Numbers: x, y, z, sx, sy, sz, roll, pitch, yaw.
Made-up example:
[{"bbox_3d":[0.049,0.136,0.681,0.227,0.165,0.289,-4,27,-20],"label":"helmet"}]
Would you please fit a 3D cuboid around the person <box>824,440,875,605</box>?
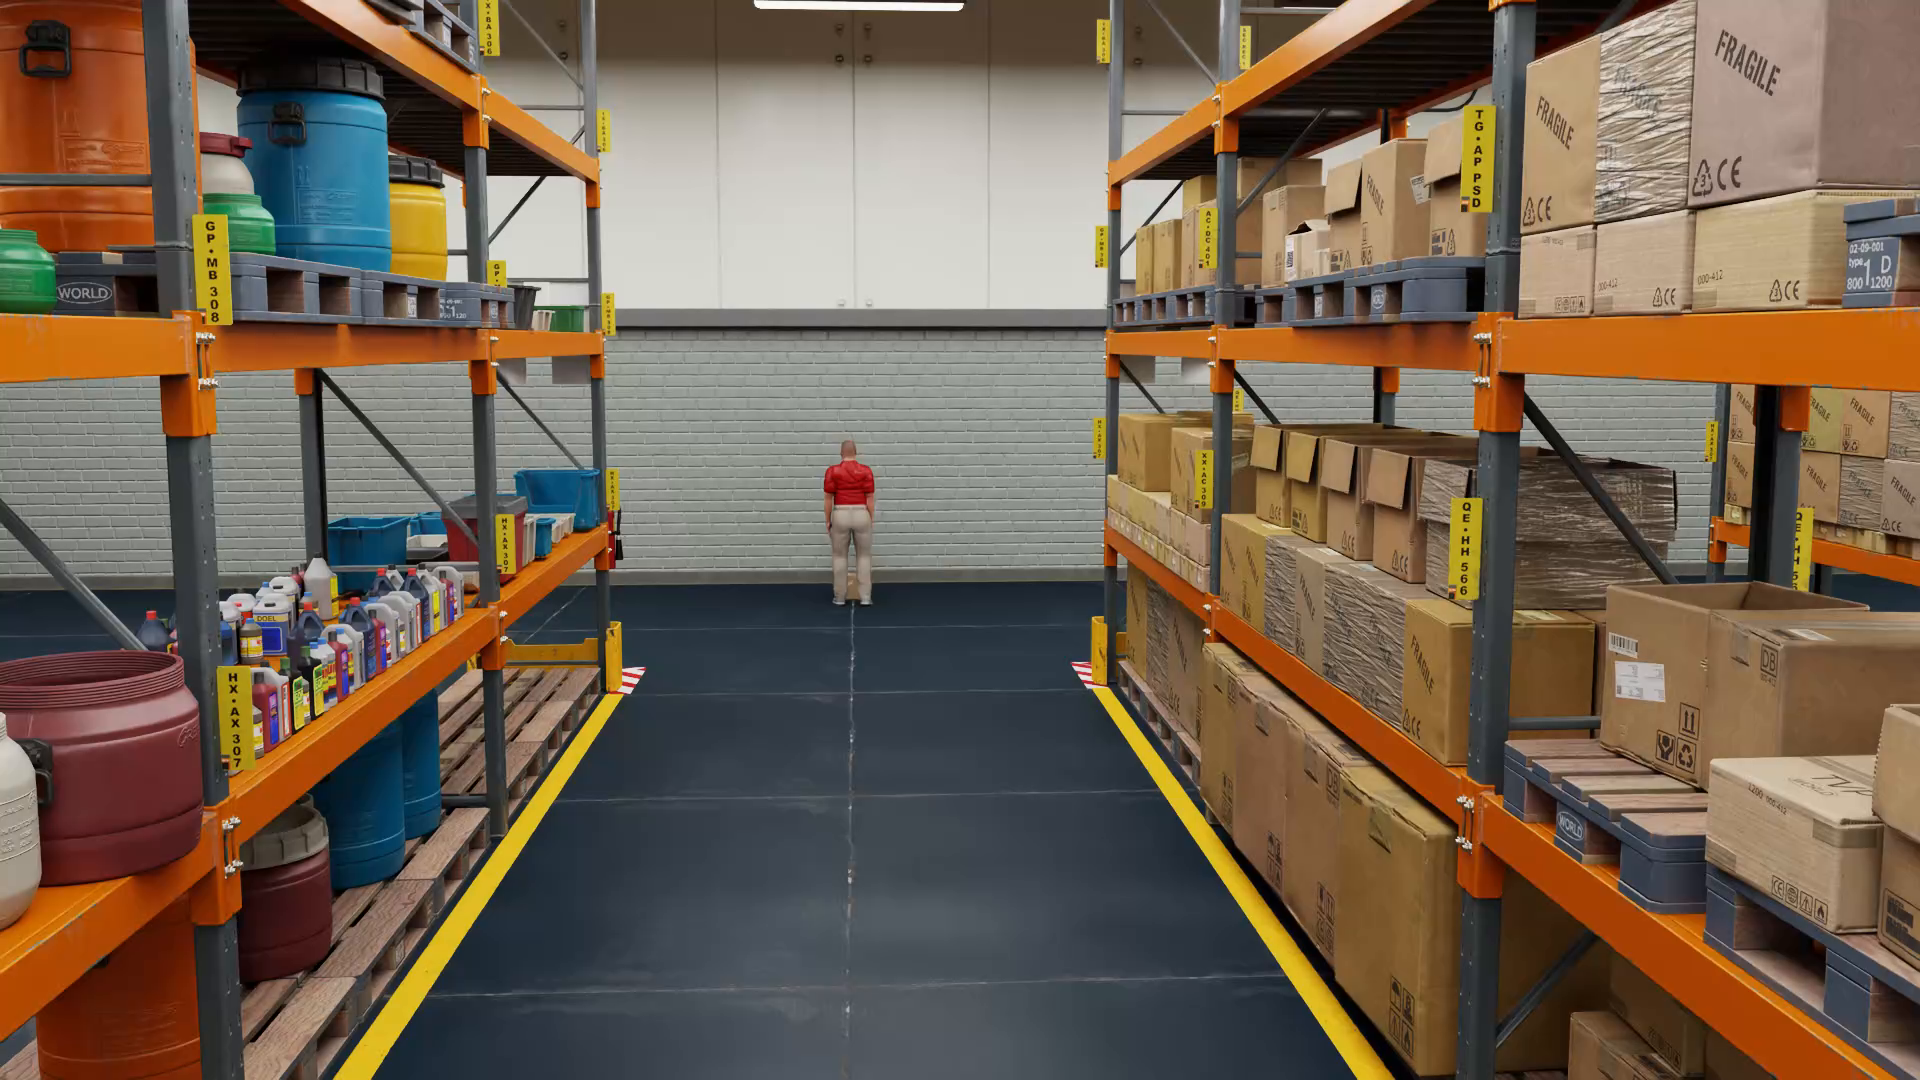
[{"bbox_3d":[-1.153,-0.174,17.348,0.530,1.743,0.351,0,7,-2],"label":"person"}]
